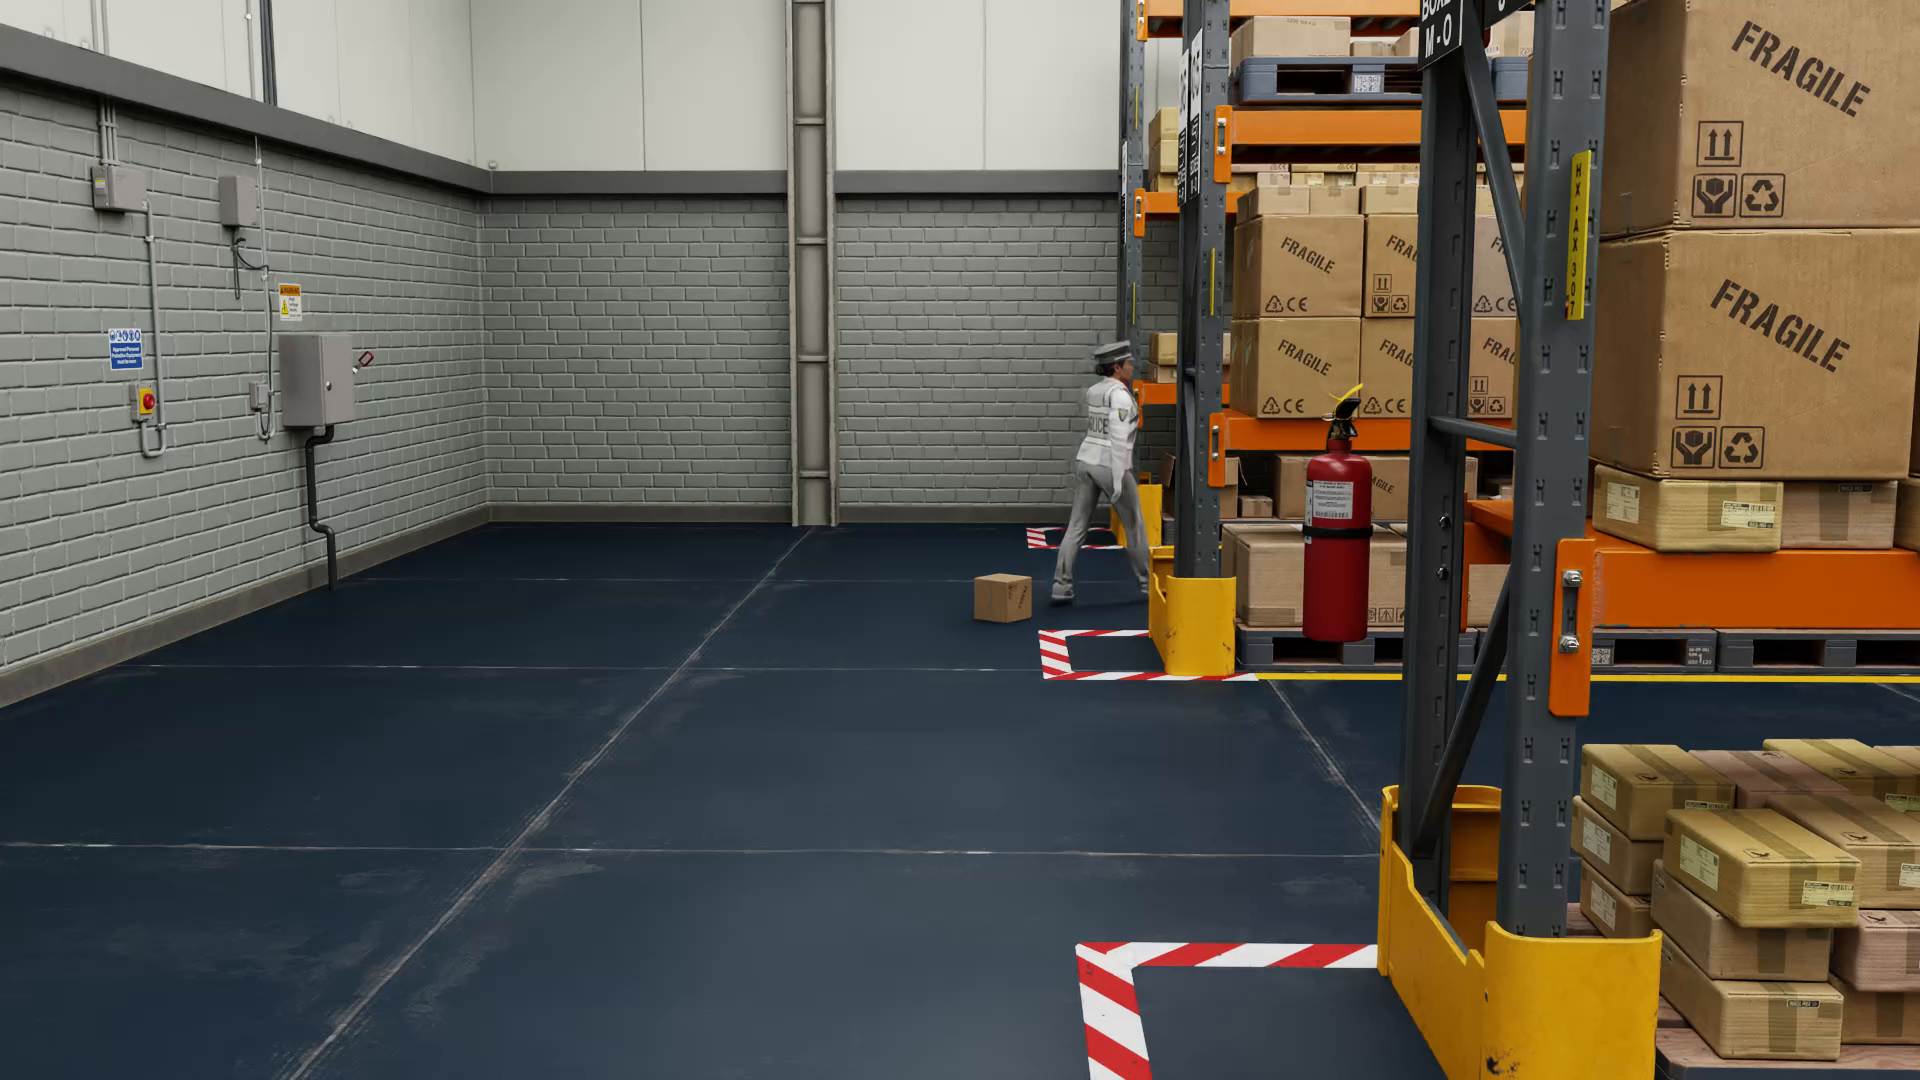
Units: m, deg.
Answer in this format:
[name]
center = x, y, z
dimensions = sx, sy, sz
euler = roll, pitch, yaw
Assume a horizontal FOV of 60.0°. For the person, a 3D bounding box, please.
[person]
center = 0.992, -0.444, 10.542
dimensions = 0.879, 1.642, 0.530
euler = -5, 9, -33
